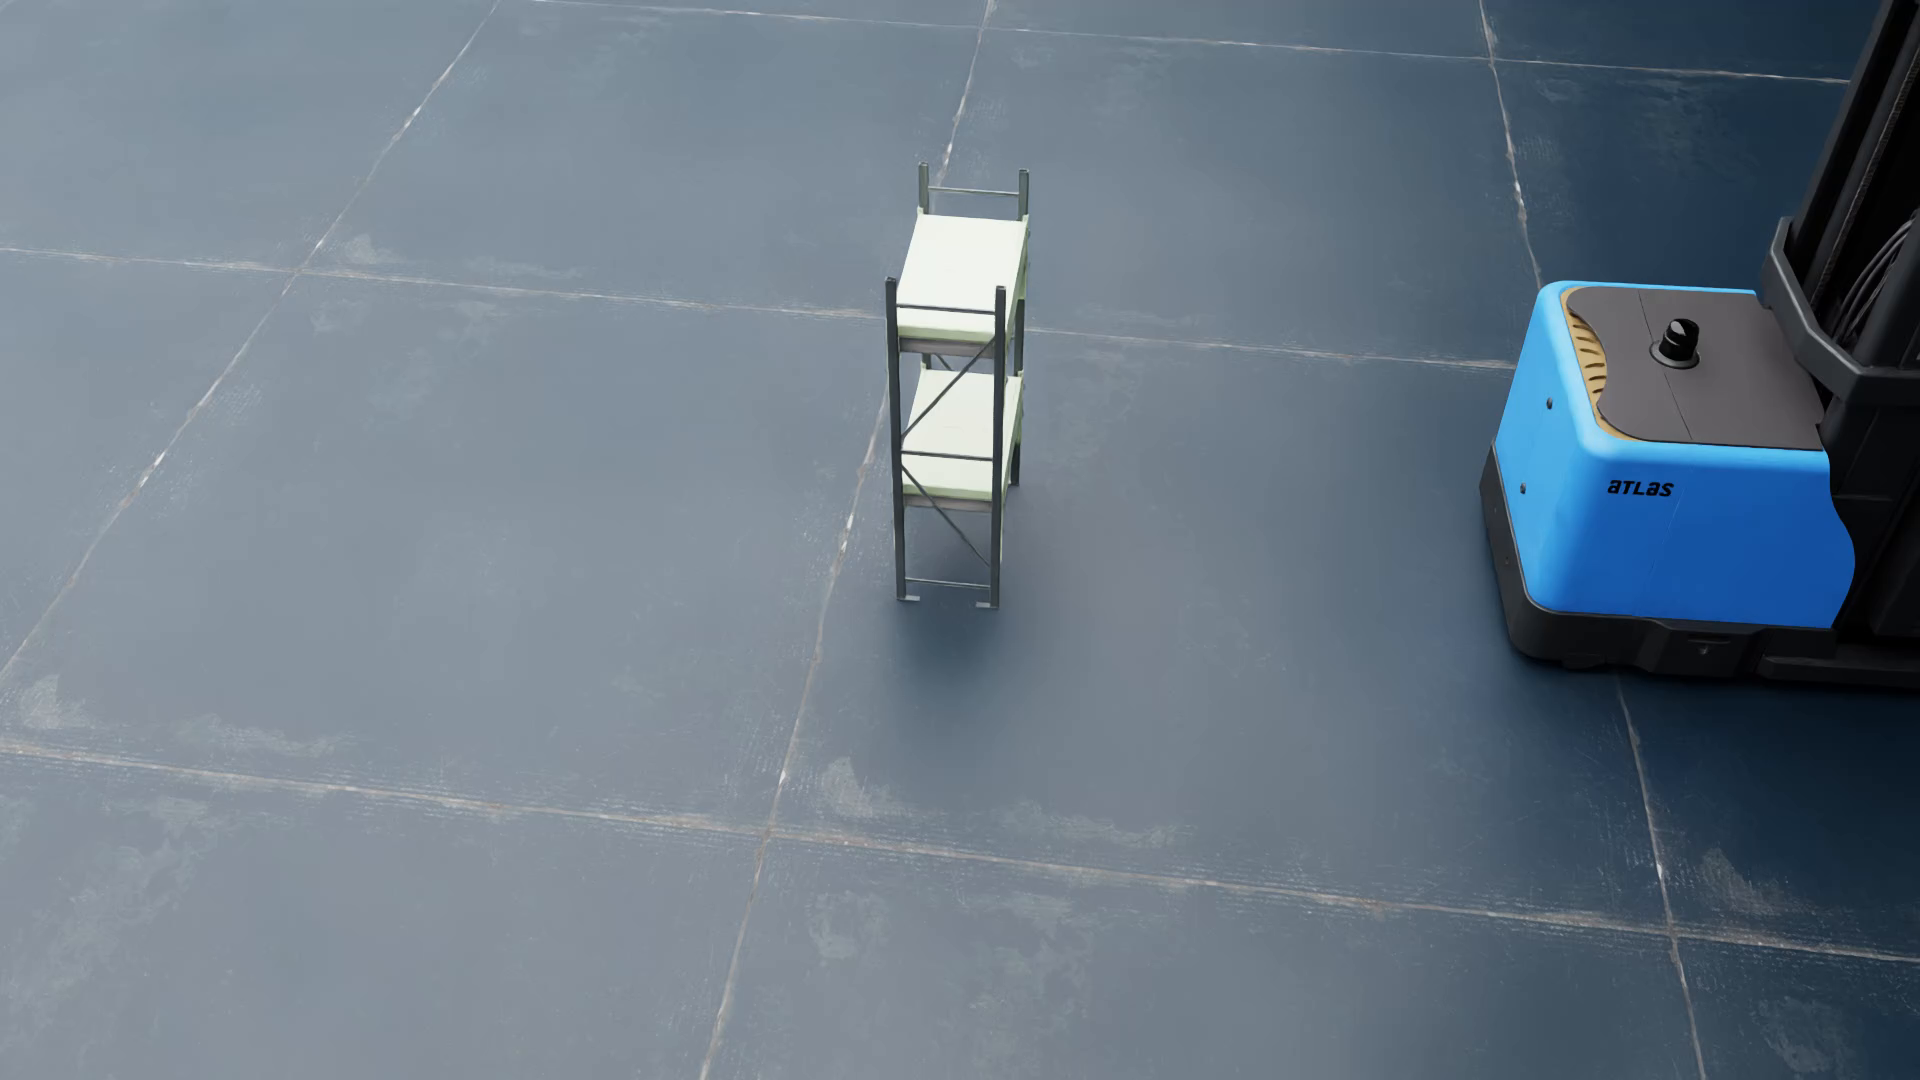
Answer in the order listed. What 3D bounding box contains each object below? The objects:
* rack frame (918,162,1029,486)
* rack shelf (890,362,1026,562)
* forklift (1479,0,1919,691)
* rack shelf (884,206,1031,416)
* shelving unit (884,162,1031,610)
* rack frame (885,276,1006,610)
[{"bbox_3d":[0.049,-0.799,6.503,0.400,1.500,0.023,5,44,6],"label":"rack frame"},{"bbox_3d":[0.001,-0.312,6.463,0.431,0.370,0.720,5,44,6],"label":"rack shelf"},{"bbox_3d":[3.616,-0.843,5.509,3.031,2.935,1.130,3,44,4],"label":"forklift"},{"bbox_3d":[0.001,-0.833,5.971,0.431,0.370,0.720,5,44,6],"label":"rack shelf"},{"bbox_3d":[0.001,-0.549,6.239,0.431,1.500,0.755,5,44,6],"label":"shelving unit"},{"bbox_3d":[-0.048,-0.300,5.976,0.400,1.500,0.023,5,44,6],"label":"rack frame"}]
